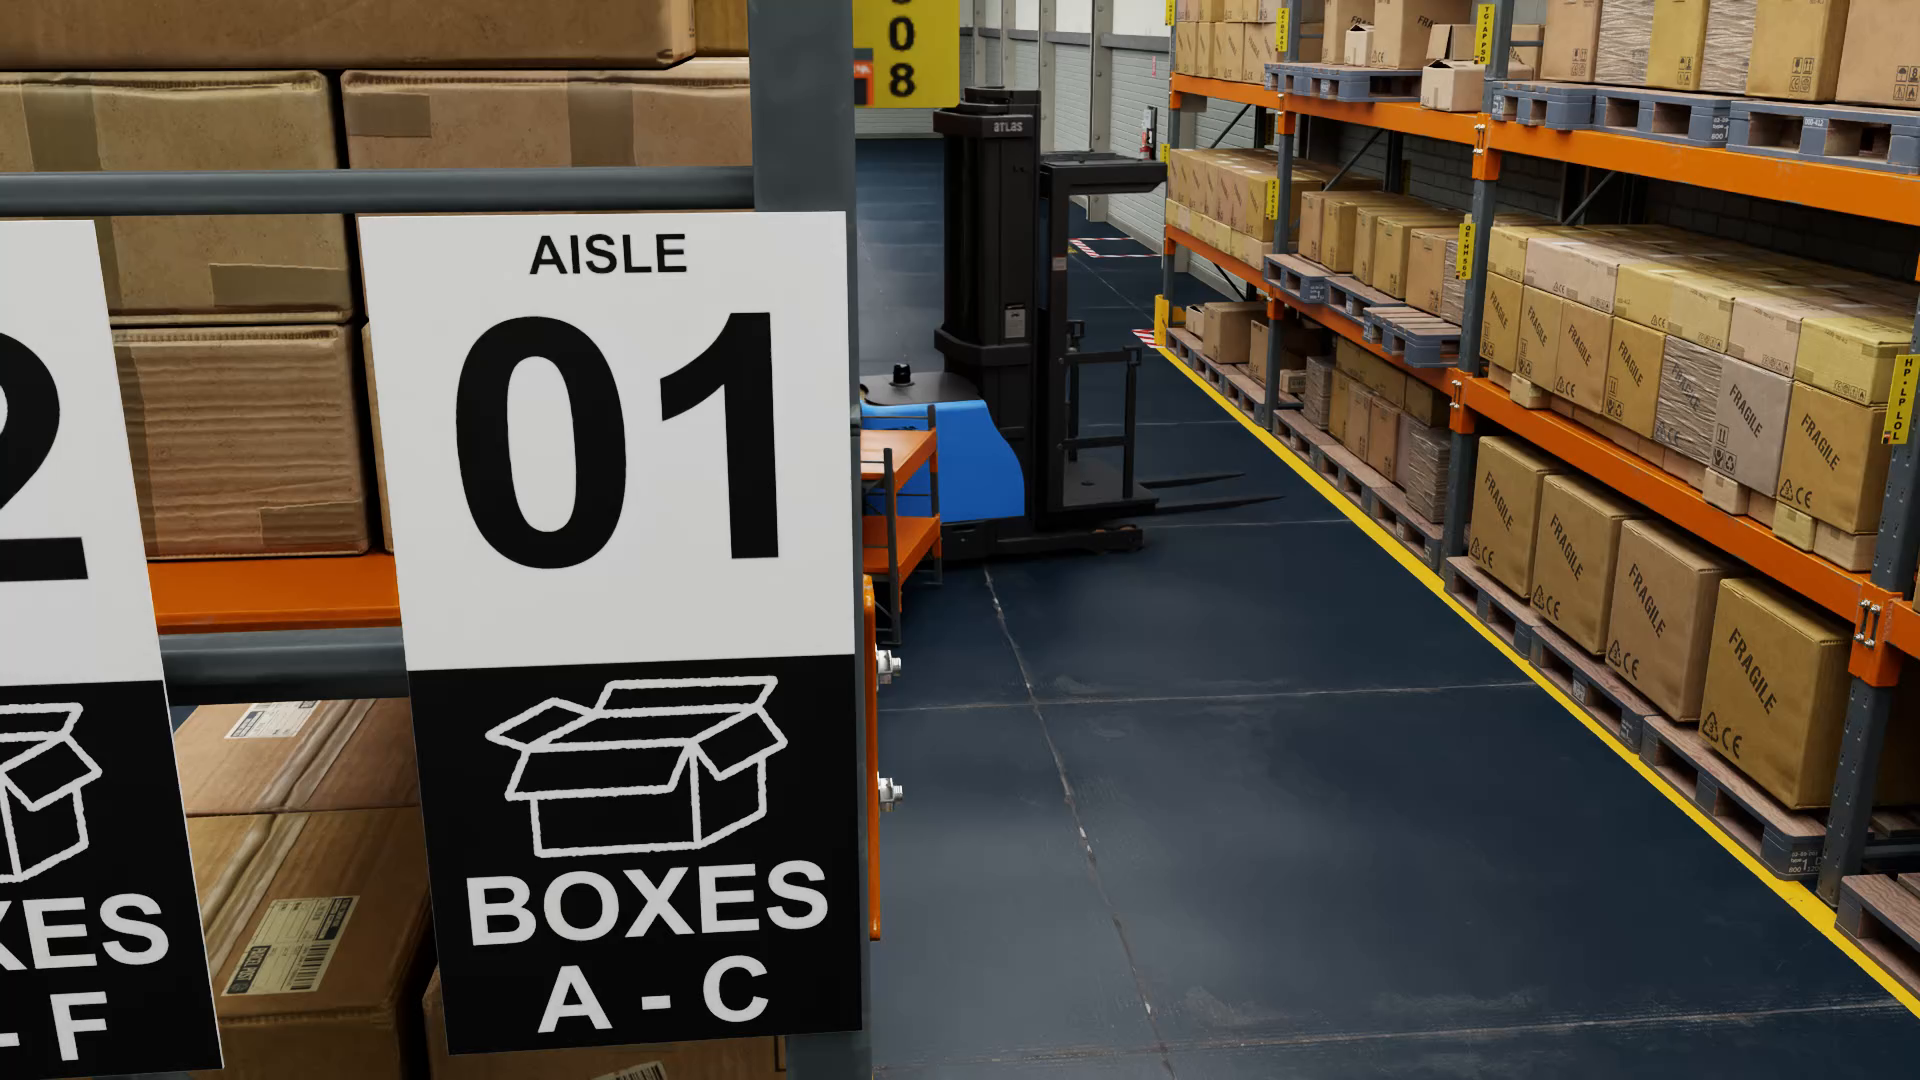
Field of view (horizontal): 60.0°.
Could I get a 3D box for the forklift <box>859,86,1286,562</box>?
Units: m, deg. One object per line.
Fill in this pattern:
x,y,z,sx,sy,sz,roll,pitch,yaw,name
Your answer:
0.692,-1.446,10.891,3.031,2.935,1.130,-5,18,-17,forklift

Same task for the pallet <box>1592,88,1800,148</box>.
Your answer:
3.749,-2.018,7.905,1.003,0.211,1.213,-1,17,-3,pallet

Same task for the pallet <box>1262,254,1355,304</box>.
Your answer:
3.033,-2.068,13.078,1.003,0.211,1.213,-2,18,-6,pallet

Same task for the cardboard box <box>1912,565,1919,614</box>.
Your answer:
3.964,0.010,5.636,0.980,0.700,0.700,-2,17,-5,cardboard box

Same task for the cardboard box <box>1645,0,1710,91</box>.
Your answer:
3.770,-2.425,7.984,0.700,0.500,0.500,-1,17,-3,cardboard box

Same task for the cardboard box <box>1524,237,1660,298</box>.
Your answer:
3.358,-1.454,8.852,0.500,0.250,0.500,-2,18,-6,cardboard box

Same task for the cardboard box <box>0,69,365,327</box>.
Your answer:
-0.897,-0.406,1.871,0.500,0.250,0.500,-2,18,-6,cardboard box

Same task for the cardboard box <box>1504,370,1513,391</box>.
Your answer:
3.332,-0.910,9.452,0.380,0.149,0.250,-2,17,-5,cardboard box

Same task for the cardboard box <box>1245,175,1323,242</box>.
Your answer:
2.742,-2.819,14.114,0.500,0.500,0.500,-2,18,-6,cardboard box

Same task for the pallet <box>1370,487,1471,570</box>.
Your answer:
3.432,-0.103,11.152,1.003,0.211,1.213,-2,18,-6,pallet

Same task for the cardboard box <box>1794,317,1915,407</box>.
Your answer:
3.621,-0.697,6.440,0.500,0.250,0.500,-1,17,-4,cardboard box

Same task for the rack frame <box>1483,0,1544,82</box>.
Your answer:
3.511,-4.063,9.094,1.000,3.000,0.127,-2,18,-6,rack frame

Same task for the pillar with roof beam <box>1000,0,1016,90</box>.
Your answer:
-3.139,-13.282,38.460,9.100,9.000,0.400,-2,18,-6,pillar with roof beam

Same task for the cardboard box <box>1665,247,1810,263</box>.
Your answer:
3.916,-1.323,8.434,0.500,0.250,0.500,-2,18,-7,cardboard box

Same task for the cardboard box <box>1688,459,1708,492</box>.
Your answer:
3.531,-0.295,7.495,0.380,0.149,0.250,-2,18,-6,cardboard box

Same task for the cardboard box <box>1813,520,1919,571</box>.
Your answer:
3.607,0.010,6.525,0.380,0.149,0.250,-2,18,-5,cardboard box

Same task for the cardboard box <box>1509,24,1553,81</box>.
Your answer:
3.666,-2.910,10.232,0.500,0.500,0.500,-2,18,-6,cardboard box

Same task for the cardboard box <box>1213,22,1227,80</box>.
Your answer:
2.626,-4.490,15.264,0.500,0.500,0.500,-1,17,-2,cardboard box

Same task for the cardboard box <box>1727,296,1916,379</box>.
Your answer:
3.578,-0.850,6.926,0.500,0.250,0.500,-1,17,-4,cardboard box

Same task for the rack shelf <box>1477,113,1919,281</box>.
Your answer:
3.718,-1.692,7.753,1.077,0.370,4.000,-2,18,-6,rack shelf

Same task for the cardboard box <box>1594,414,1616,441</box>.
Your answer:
3.475,-0.602,8.474,0.380,0.149,0.250,-2,17,-5,cardboard box

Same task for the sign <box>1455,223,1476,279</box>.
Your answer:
2.973,-1.696,9.769,0.100,0.325,0.005,-2,18,-6,sign

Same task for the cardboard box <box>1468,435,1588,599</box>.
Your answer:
3.457,-0.152,9.541,0.750,0.750,0.750,-2,18,-6,cardboard box

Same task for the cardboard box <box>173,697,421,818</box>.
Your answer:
-0.963,0.538,2.620,0.500,0.500,0.500,-1,17,-4,cardboard box

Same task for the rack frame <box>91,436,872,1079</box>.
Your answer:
-0.590,1.337,1.910,1.000,3.000,0.127,-2,18,-6,rack frame

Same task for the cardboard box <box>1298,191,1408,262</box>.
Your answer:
3.117,-2.497,13.222,0.700,0.500,0.500,-2,18,-5,cardboard box

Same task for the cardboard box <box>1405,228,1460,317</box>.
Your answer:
3.368,-1.763,10.885,0.700,0.500,0.500,-3,18,-11,cardboard box

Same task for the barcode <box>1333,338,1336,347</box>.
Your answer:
3.282,-1.730,14.586,0.001,0.075,0.075,-2,18,-6,barcode

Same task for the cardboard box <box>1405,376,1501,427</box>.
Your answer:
3.389,-0.960,11.414,0.500,0.250,0.500,-1,17,-5,cardboard box

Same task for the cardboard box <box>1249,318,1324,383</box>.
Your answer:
2.952,-1.717,15.079,0.500,0.500,0.500,-3,18,-10,cardboard box

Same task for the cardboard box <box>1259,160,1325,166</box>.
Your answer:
3.098,-3.292,15.619,0.500,0.500,0.500,-2,17,-5,cardboard box

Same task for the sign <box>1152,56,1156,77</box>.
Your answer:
2.881,-7.039,24.719,0.001,0.298,0.199,-2,18,-6,sign

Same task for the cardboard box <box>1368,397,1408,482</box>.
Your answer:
3.368,-0.735,11.949,0.700,0.500,0.500,-2,18,-6,cardboard box

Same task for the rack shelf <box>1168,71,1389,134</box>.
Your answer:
2.893,-4.076,15.345,1.077,0.370,4.000,-2,18,-6,rack shelf

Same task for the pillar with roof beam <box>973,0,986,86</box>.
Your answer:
-3.757,-15.069,44.153,9.100,9.000,0.400,-2,18,-6,pillar with roof beam

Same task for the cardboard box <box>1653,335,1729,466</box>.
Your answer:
3.520,-0.639,7.508,0.500,0.500,0.500,-2,18,-6,cardboard box

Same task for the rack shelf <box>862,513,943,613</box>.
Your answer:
-0.475,0.114,9.702,0.538,0.278,1.000,2,18,12,rack shelf

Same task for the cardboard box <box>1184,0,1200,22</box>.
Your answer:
2.486,-5.276,16.097,0.500,0.500,0.500,-2,18,-6,cardboard box

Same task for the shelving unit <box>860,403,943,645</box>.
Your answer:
-0.484,-0.119,9.628,0.538,1.125,1.048,2,18,12,shelving unit

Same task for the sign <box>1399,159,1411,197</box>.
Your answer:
3.651,-2.963,13.674,0.100,0.325,0.005,-2,18,-6,sign

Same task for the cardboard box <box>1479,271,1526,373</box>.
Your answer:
3.307,-1.247,9.444,0.500,0.500,0.500,-1,17,-4,cardboard box

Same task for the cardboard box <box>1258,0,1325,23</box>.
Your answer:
2.777,-4.498,13.621,0.500,0.500,0.500,-3,18,-10,cardboard box

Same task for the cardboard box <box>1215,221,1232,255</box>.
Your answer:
2.638,-2.760,15.178,0.500,0.250,0.500,-2,18,-6,cardboard box

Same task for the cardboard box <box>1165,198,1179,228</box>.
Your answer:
2.421,-3.367,17.110,0.500,0.250,0.500,-2,18,-7,cardboard box

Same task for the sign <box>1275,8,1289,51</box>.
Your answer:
2.560,-4.051,13.202,0.100,0.325,0.005,-2,18,-6,sign

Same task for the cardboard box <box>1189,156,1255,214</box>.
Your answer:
2.525,-3.426,16.049,0.500,0.500,0.500,-2,18,-7,cardboard box

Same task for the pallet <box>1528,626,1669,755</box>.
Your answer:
3.640,0.730,8.500,1.003,0.211,1.213,-2,18,-6,pallet

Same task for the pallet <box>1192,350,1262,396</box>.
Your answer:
2.865,-1.625,16.001,1.003,0.211,1.213,-2,18,-6,pallet
